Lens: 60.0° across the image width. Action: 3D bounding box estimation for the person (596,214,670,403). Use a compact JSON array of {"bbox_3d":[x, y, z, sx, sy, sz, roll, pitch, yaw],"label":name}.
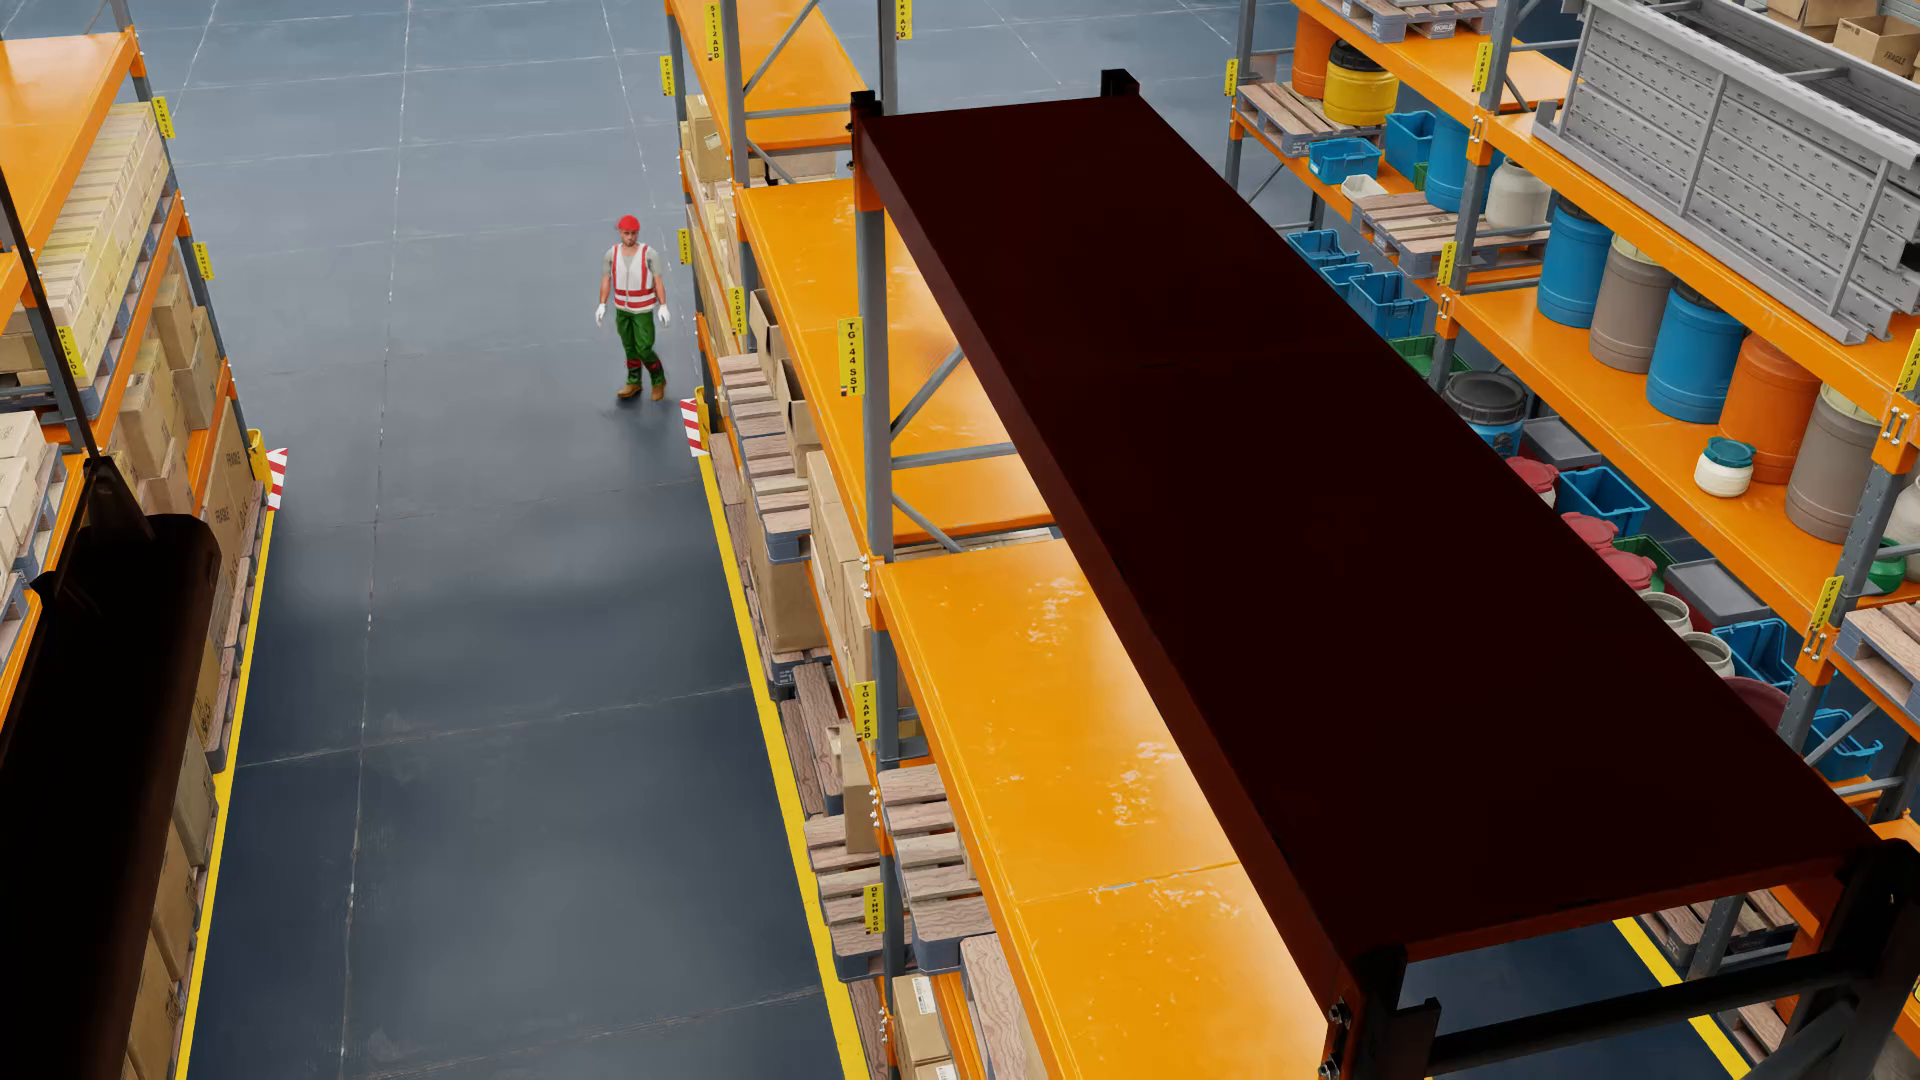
[{"bbox_3d":[-3.063,-2.158,15.691,0.617,1.810,0.588,17,38,23],"label":"person"}]
